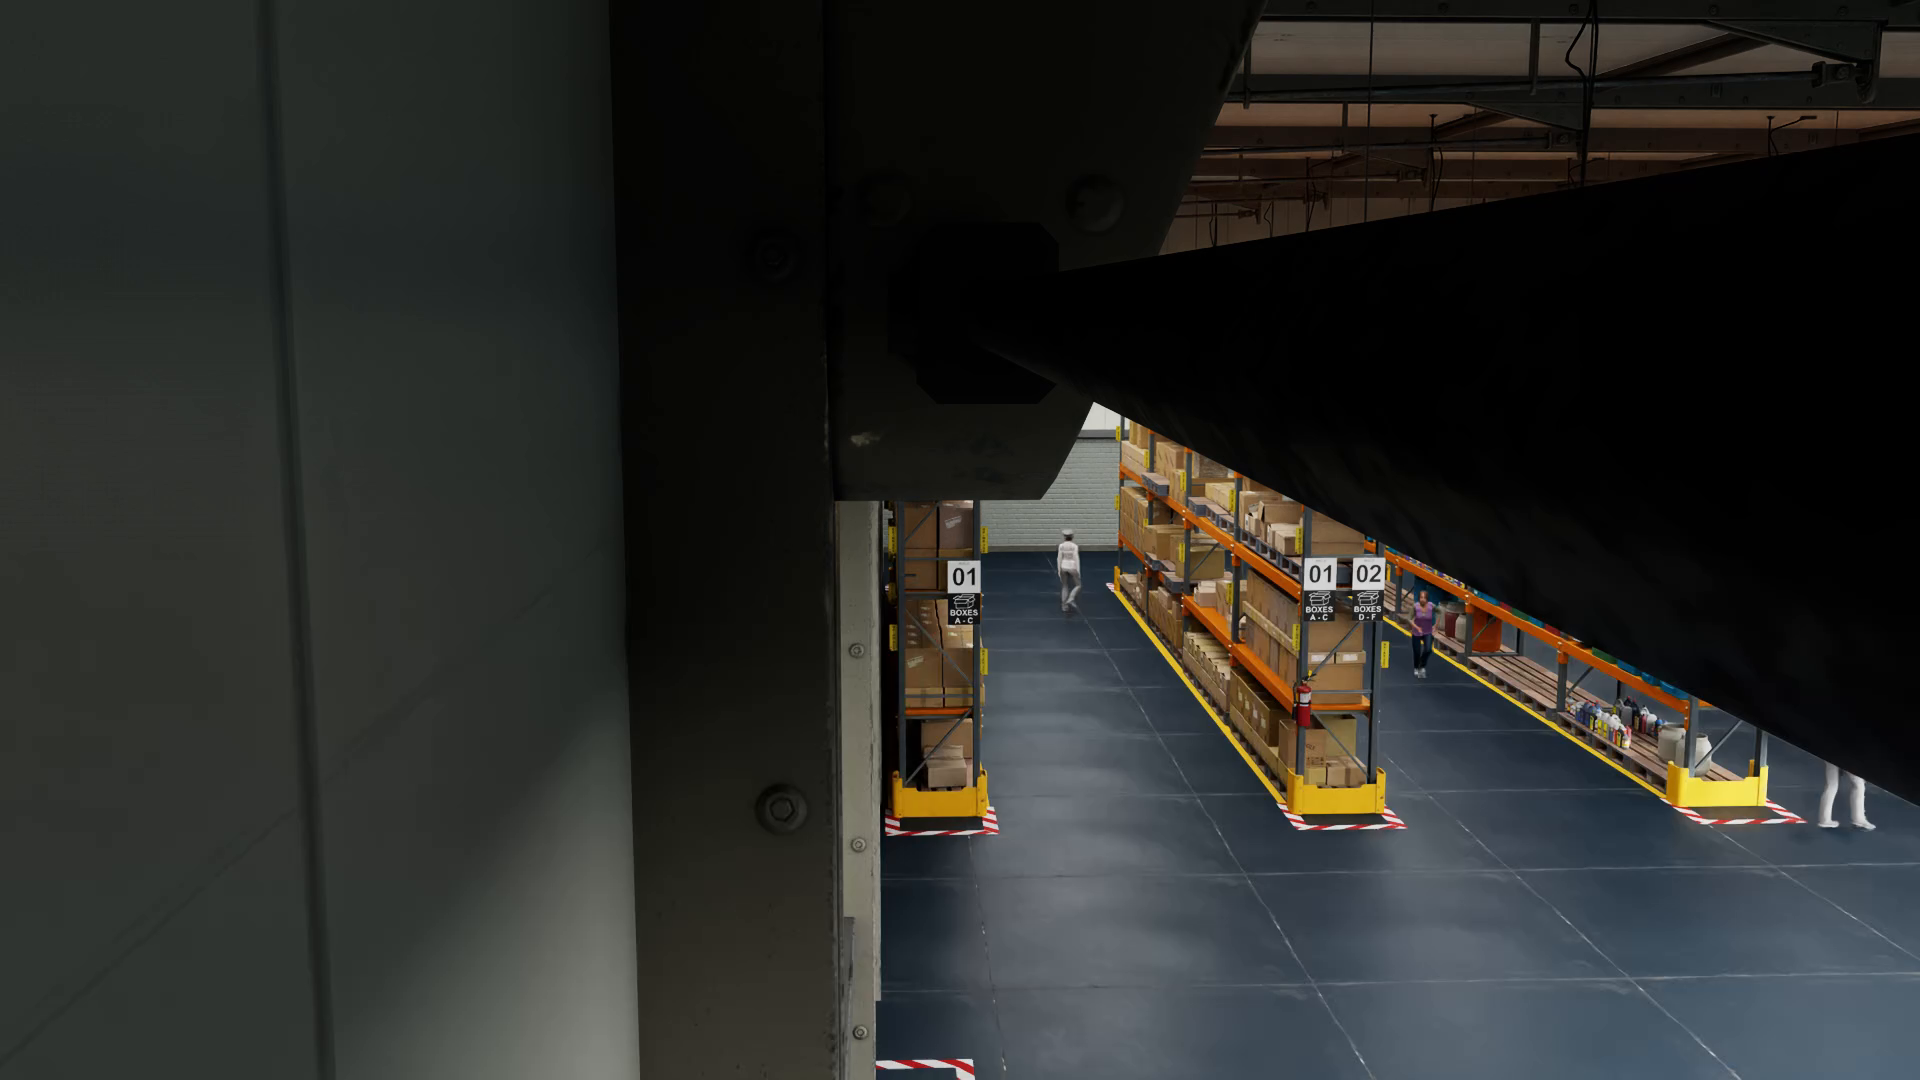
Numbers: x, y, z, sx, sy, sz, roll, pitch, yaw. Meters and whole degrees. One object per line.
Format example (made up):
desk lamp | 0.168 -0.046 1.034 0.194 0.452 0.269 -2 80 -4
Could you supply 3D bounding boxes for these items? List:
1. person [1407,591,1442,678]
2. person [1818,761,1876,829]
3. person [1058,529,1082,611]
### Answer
person | 7.768 1.564 27.860 0.586 1.515 0.792 1 8 8
person | 10.658 2.660 20.003 0.670 1.678 0.538 -5 10 -33
person | 2.218 0.619 33.902 0.499 1.683 0.404 5 10 32
